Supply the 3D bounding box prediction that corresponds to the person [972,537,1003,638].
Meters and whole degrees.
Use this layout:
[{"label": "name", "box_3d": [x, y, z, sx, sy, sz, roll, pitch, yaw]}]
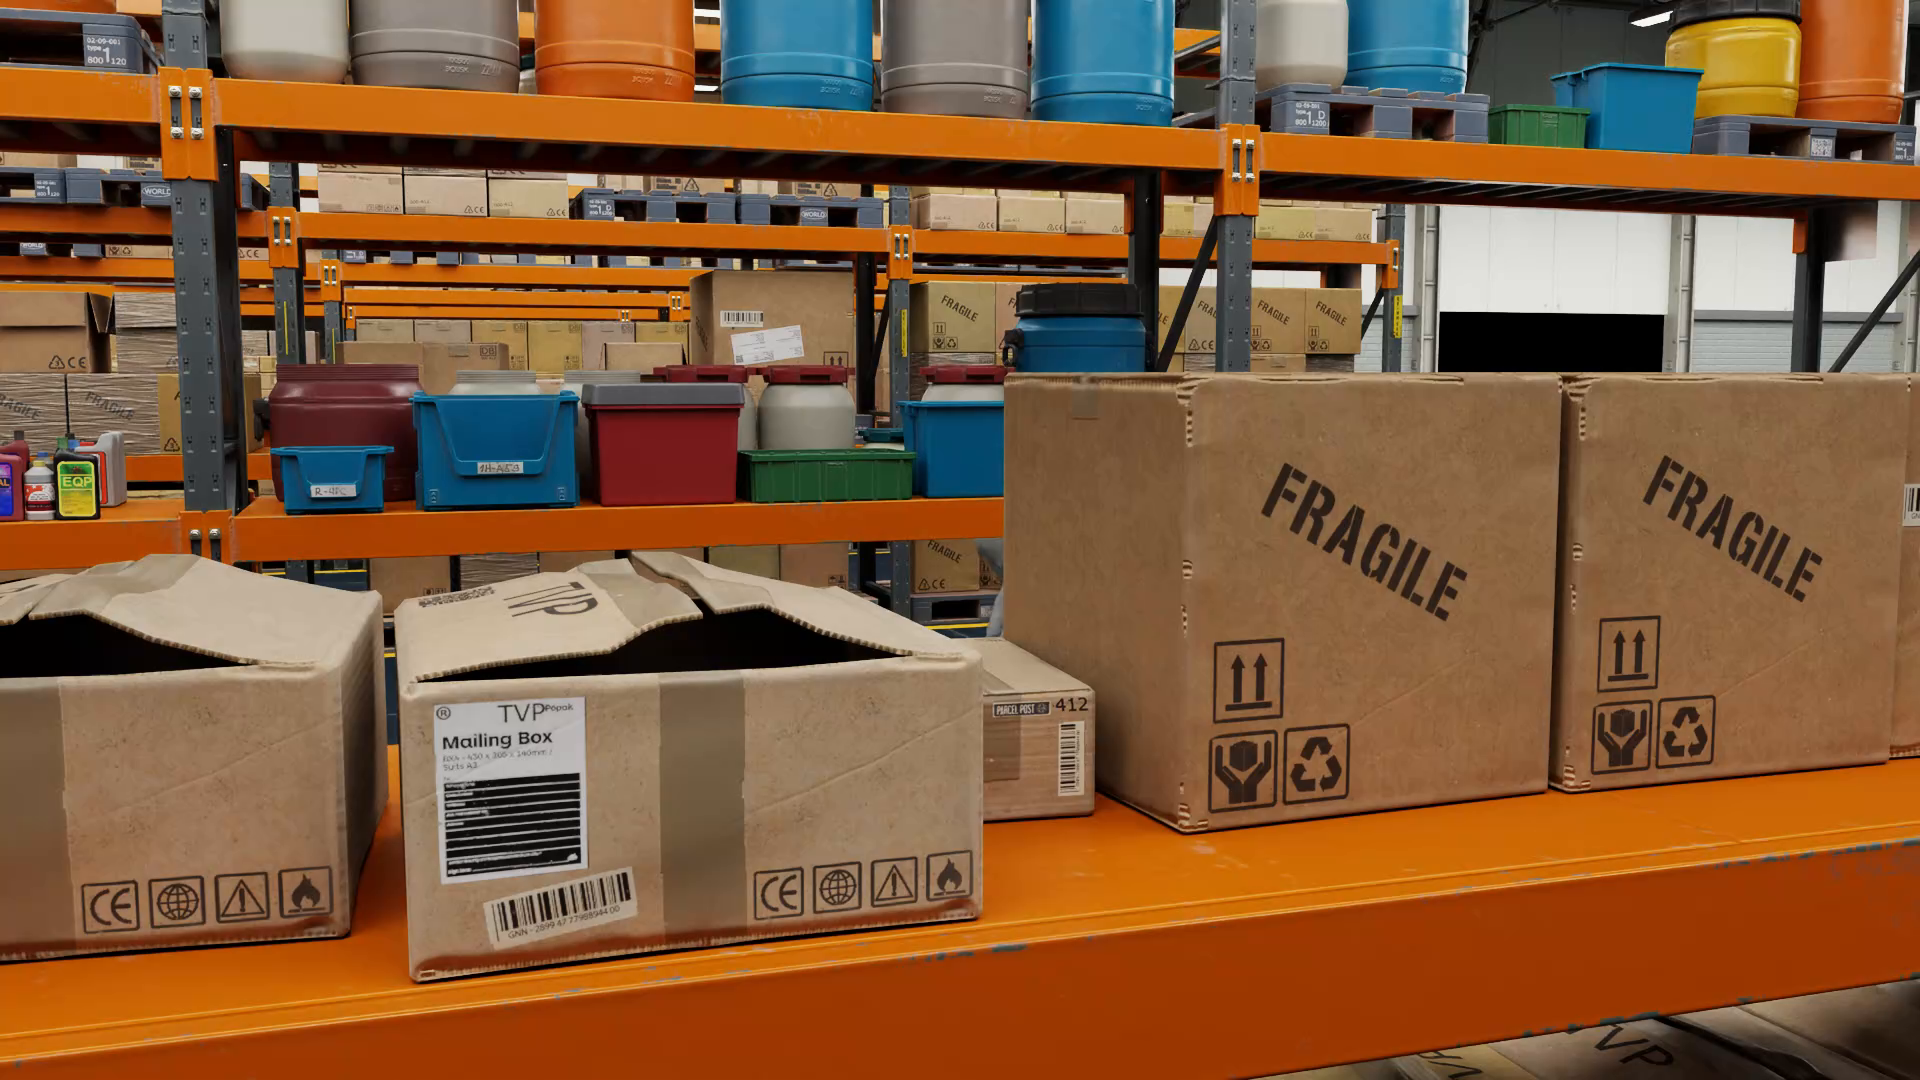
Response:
[{"label": "person", "box_3d": [0.348, -0.057, 10.525, 0.609, 1.633, 0.575, -2, 6, -18]}]
